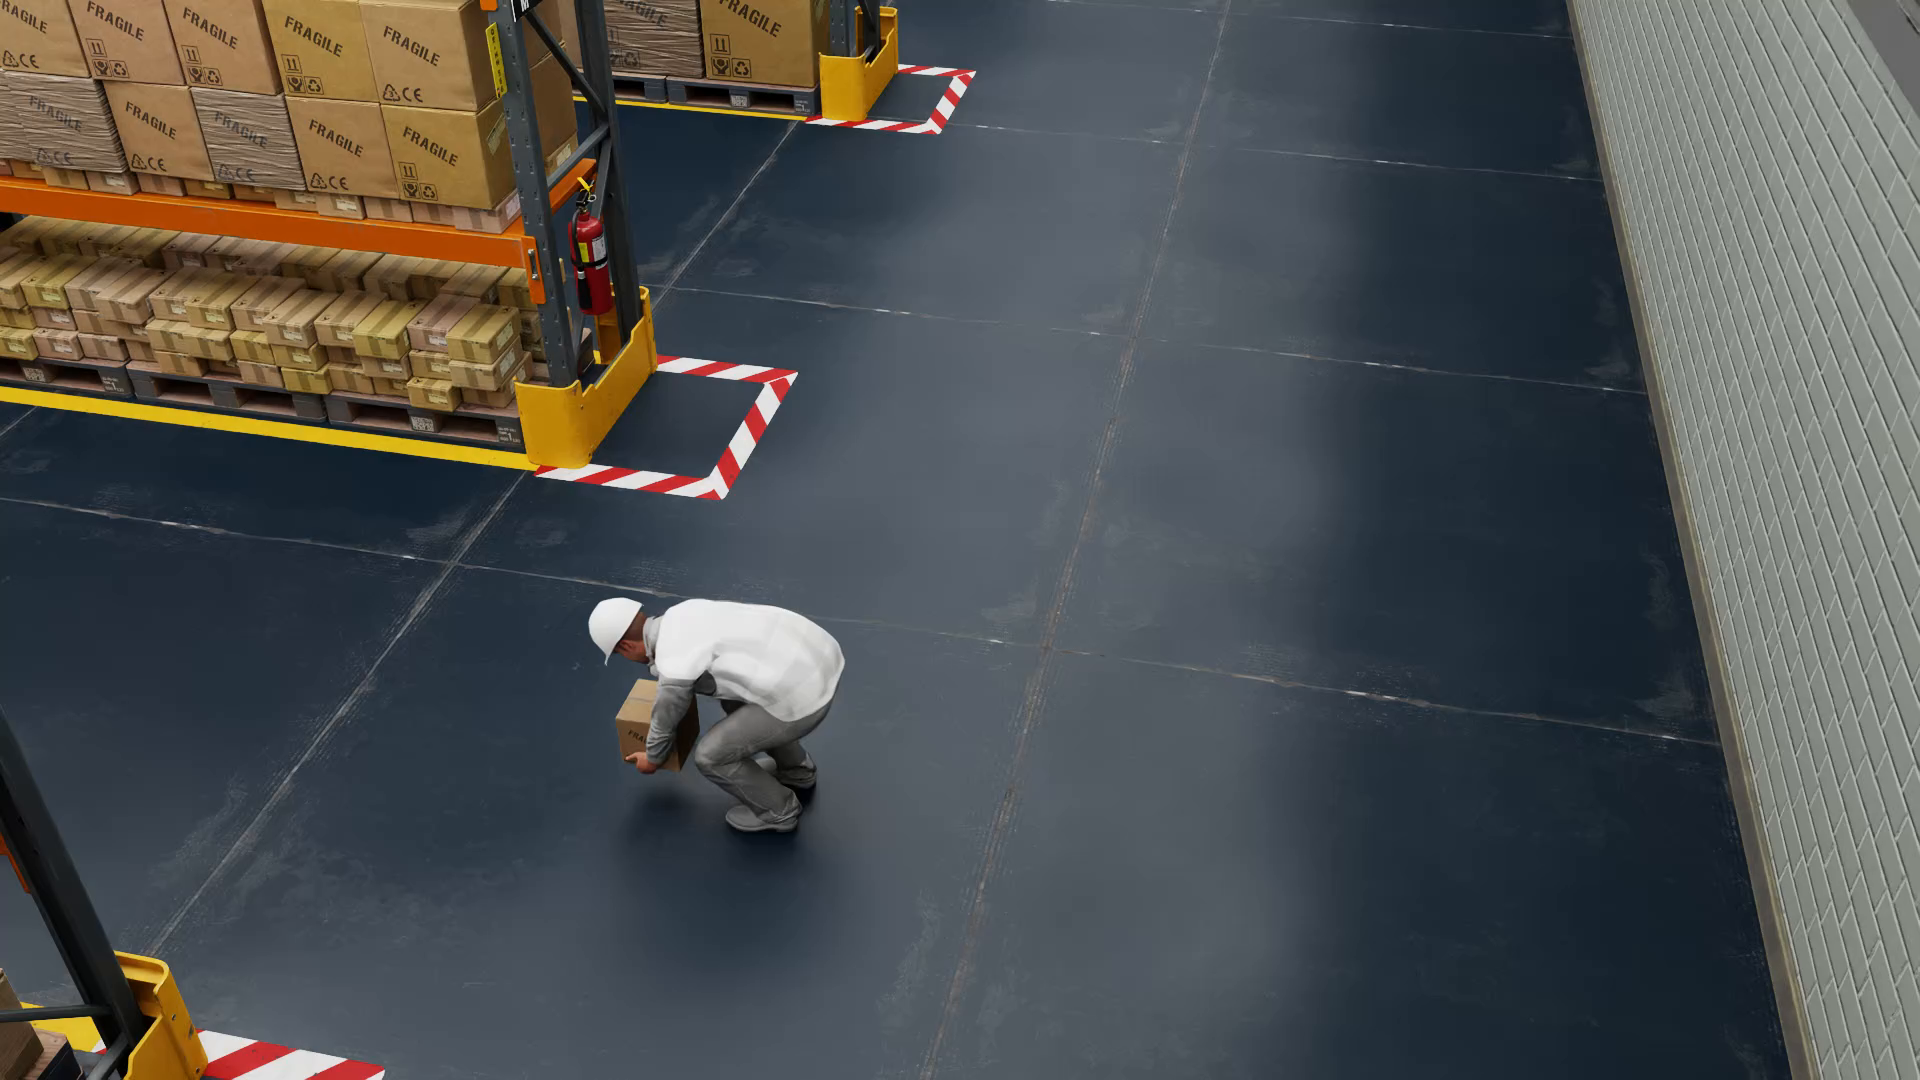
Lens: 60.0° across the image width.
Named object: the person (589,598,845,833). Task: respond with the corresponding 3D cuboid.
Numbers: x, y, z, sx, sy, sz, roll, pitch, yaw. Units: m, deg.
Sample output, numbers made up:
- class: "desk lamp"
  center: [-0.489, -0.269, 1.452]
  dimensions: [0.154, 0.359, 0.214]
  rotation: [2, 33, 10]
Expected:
- class: "person"
  center: [-0.959, 0.674, 6.688]
  dimensions: [0.989, 0.992, 0.519]
  rotation: [6, 37, 8]
